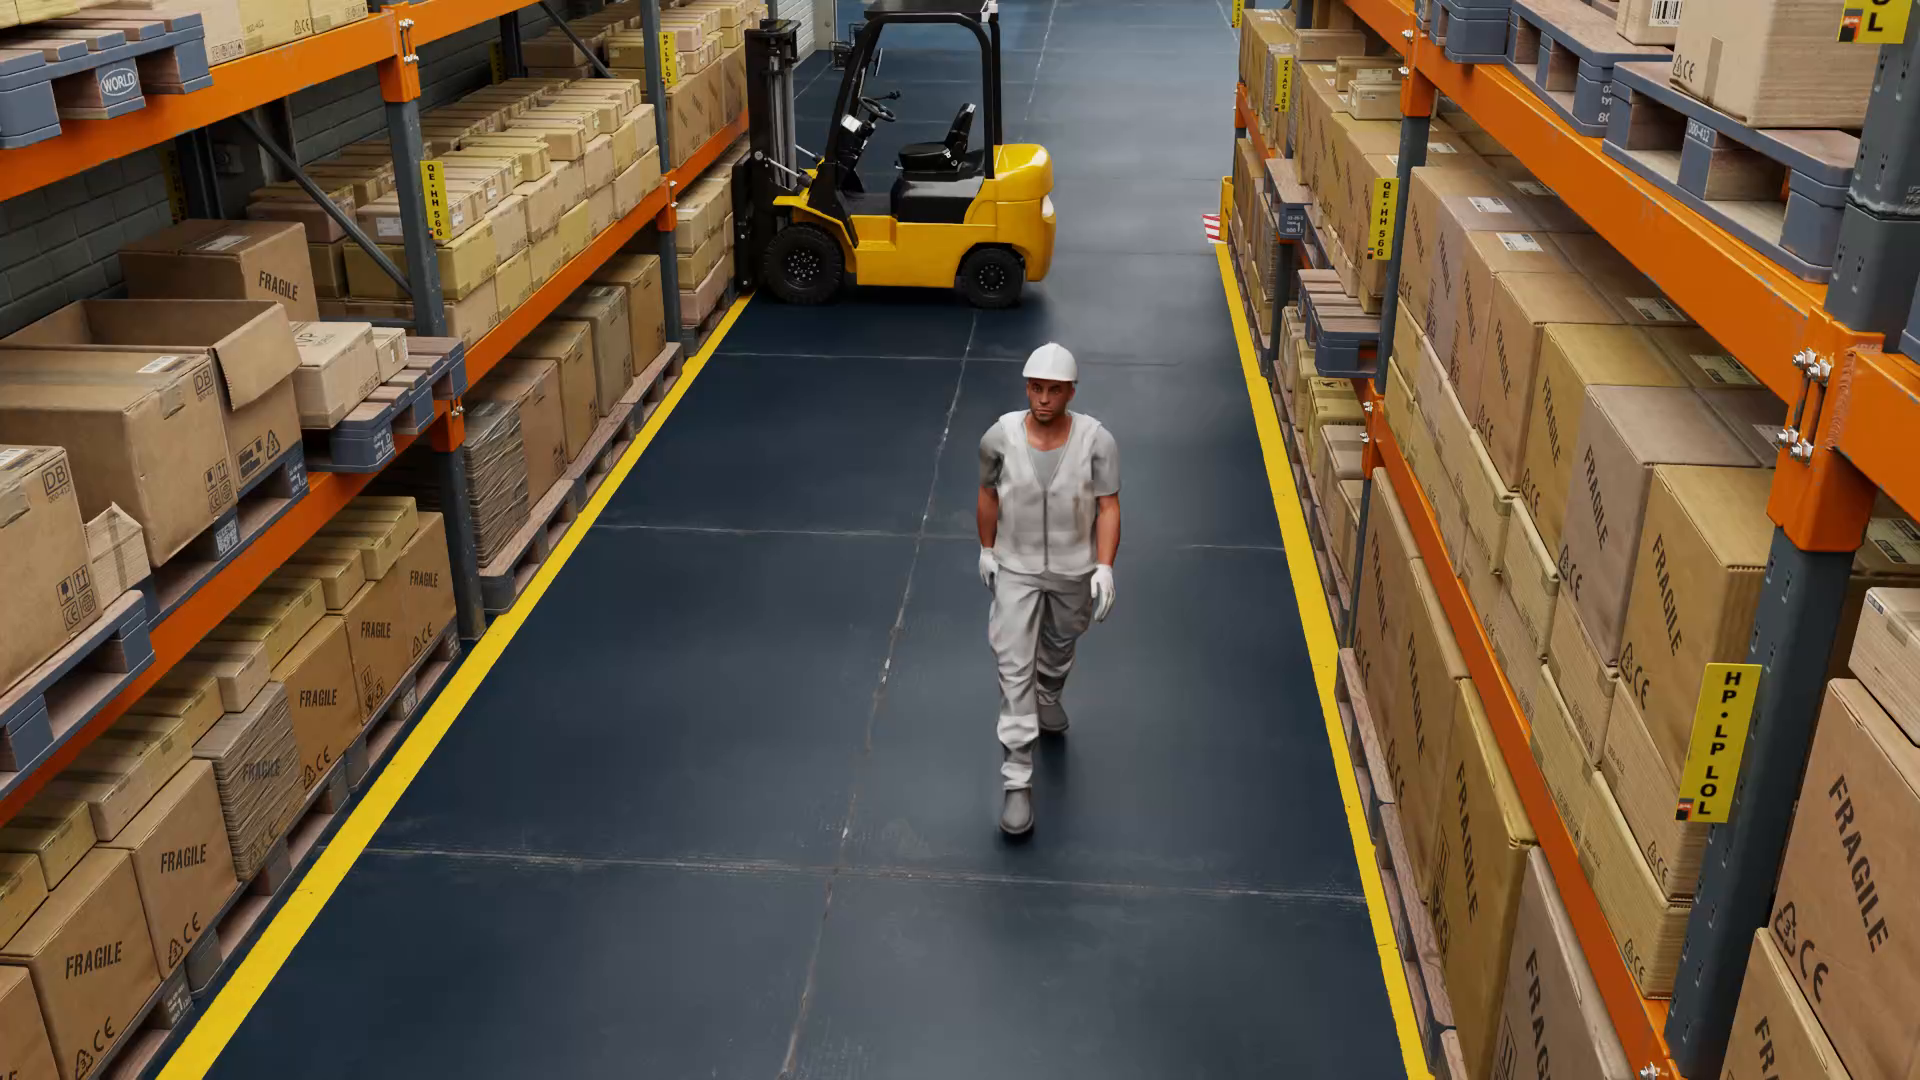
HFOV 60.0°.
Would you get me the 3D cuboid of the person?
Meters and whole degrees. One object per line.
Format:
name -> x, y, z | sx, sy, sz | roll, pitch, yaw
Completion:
person -> 0.330, 0.120, 6.261 | 0.542, 1.723, 1.042 | 0, 24, 1
